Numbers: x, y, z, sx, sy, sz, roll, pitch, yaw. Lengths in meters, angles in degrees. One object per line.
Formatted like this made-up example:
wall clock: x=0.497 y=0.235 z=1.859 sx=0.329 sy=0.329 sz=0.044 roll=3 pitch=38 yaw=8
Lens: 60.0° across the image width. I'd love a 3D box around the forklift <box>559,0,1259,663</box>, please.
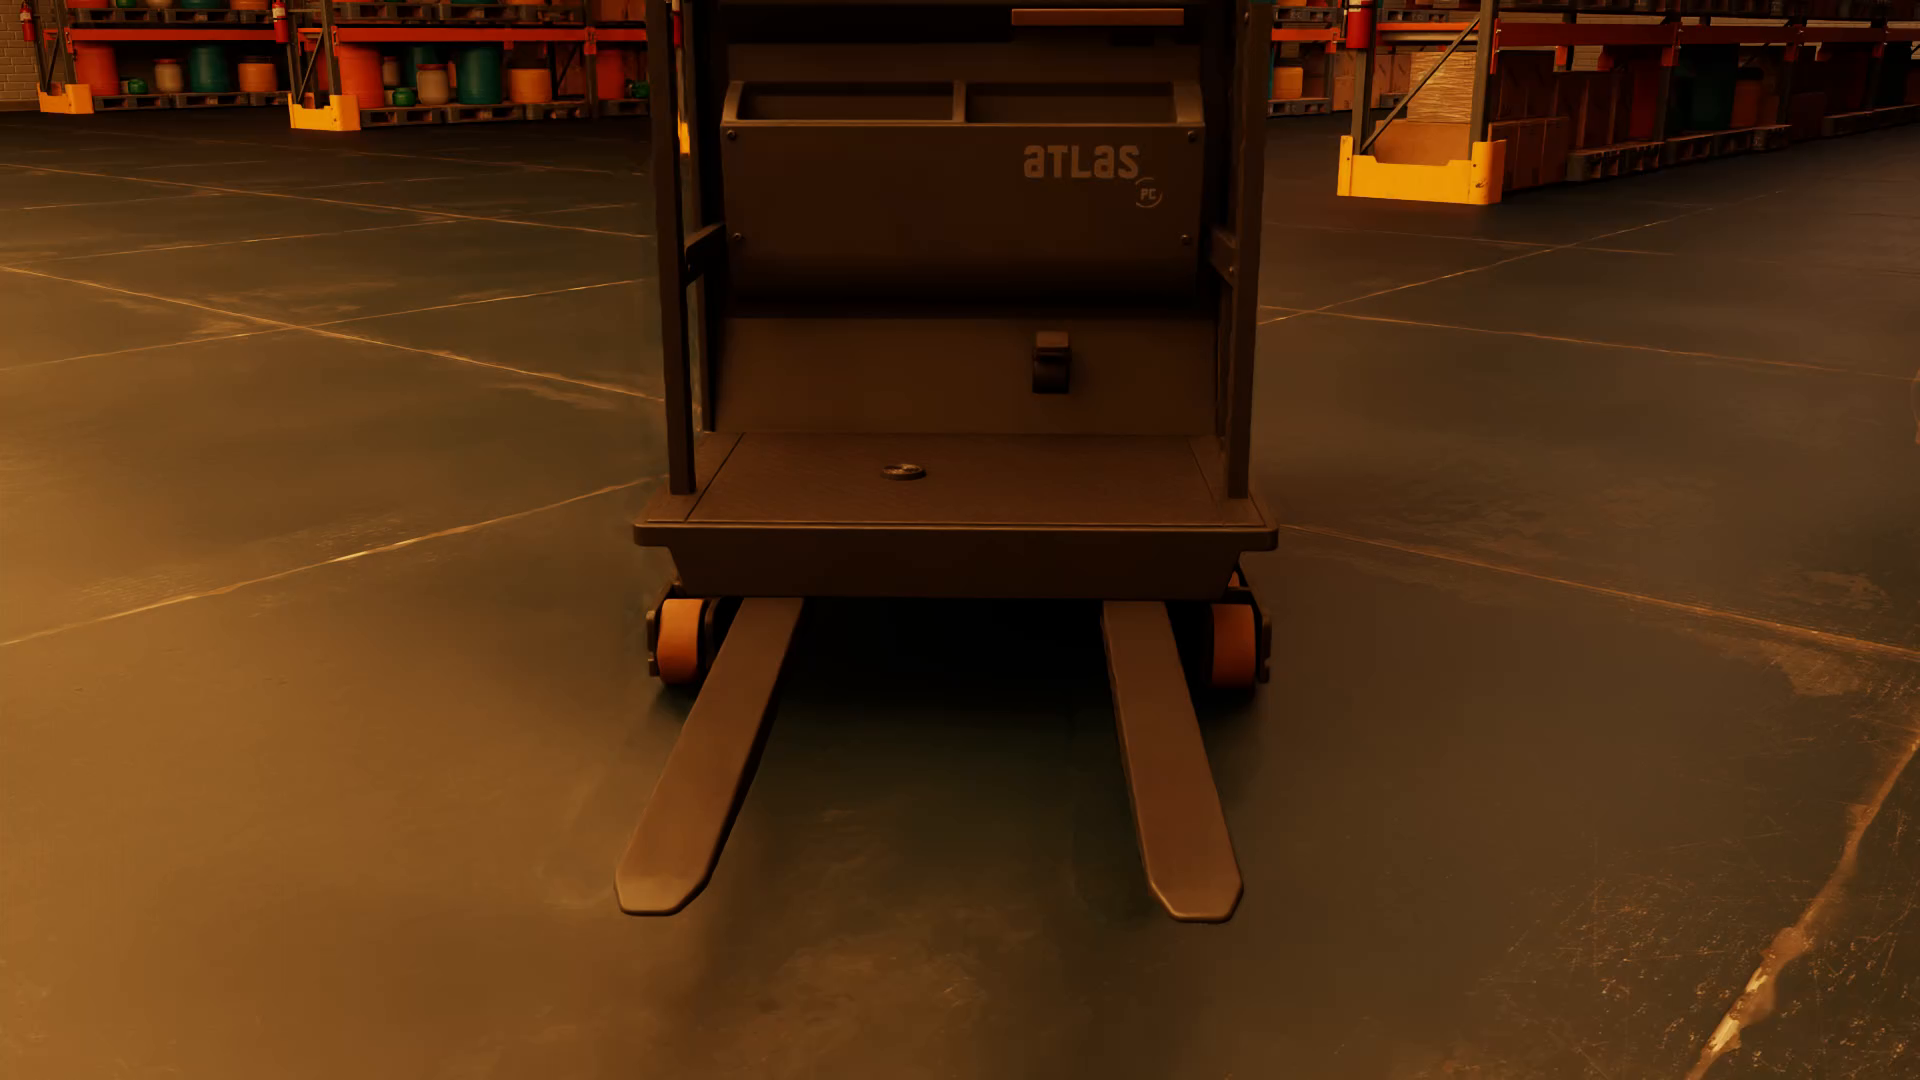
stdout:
forklift: x=0.182 y=-1.571 z=4.072 sx=1.130 sy=2.935 sz=3.031 roll=5 pitch=18 yaw=17
